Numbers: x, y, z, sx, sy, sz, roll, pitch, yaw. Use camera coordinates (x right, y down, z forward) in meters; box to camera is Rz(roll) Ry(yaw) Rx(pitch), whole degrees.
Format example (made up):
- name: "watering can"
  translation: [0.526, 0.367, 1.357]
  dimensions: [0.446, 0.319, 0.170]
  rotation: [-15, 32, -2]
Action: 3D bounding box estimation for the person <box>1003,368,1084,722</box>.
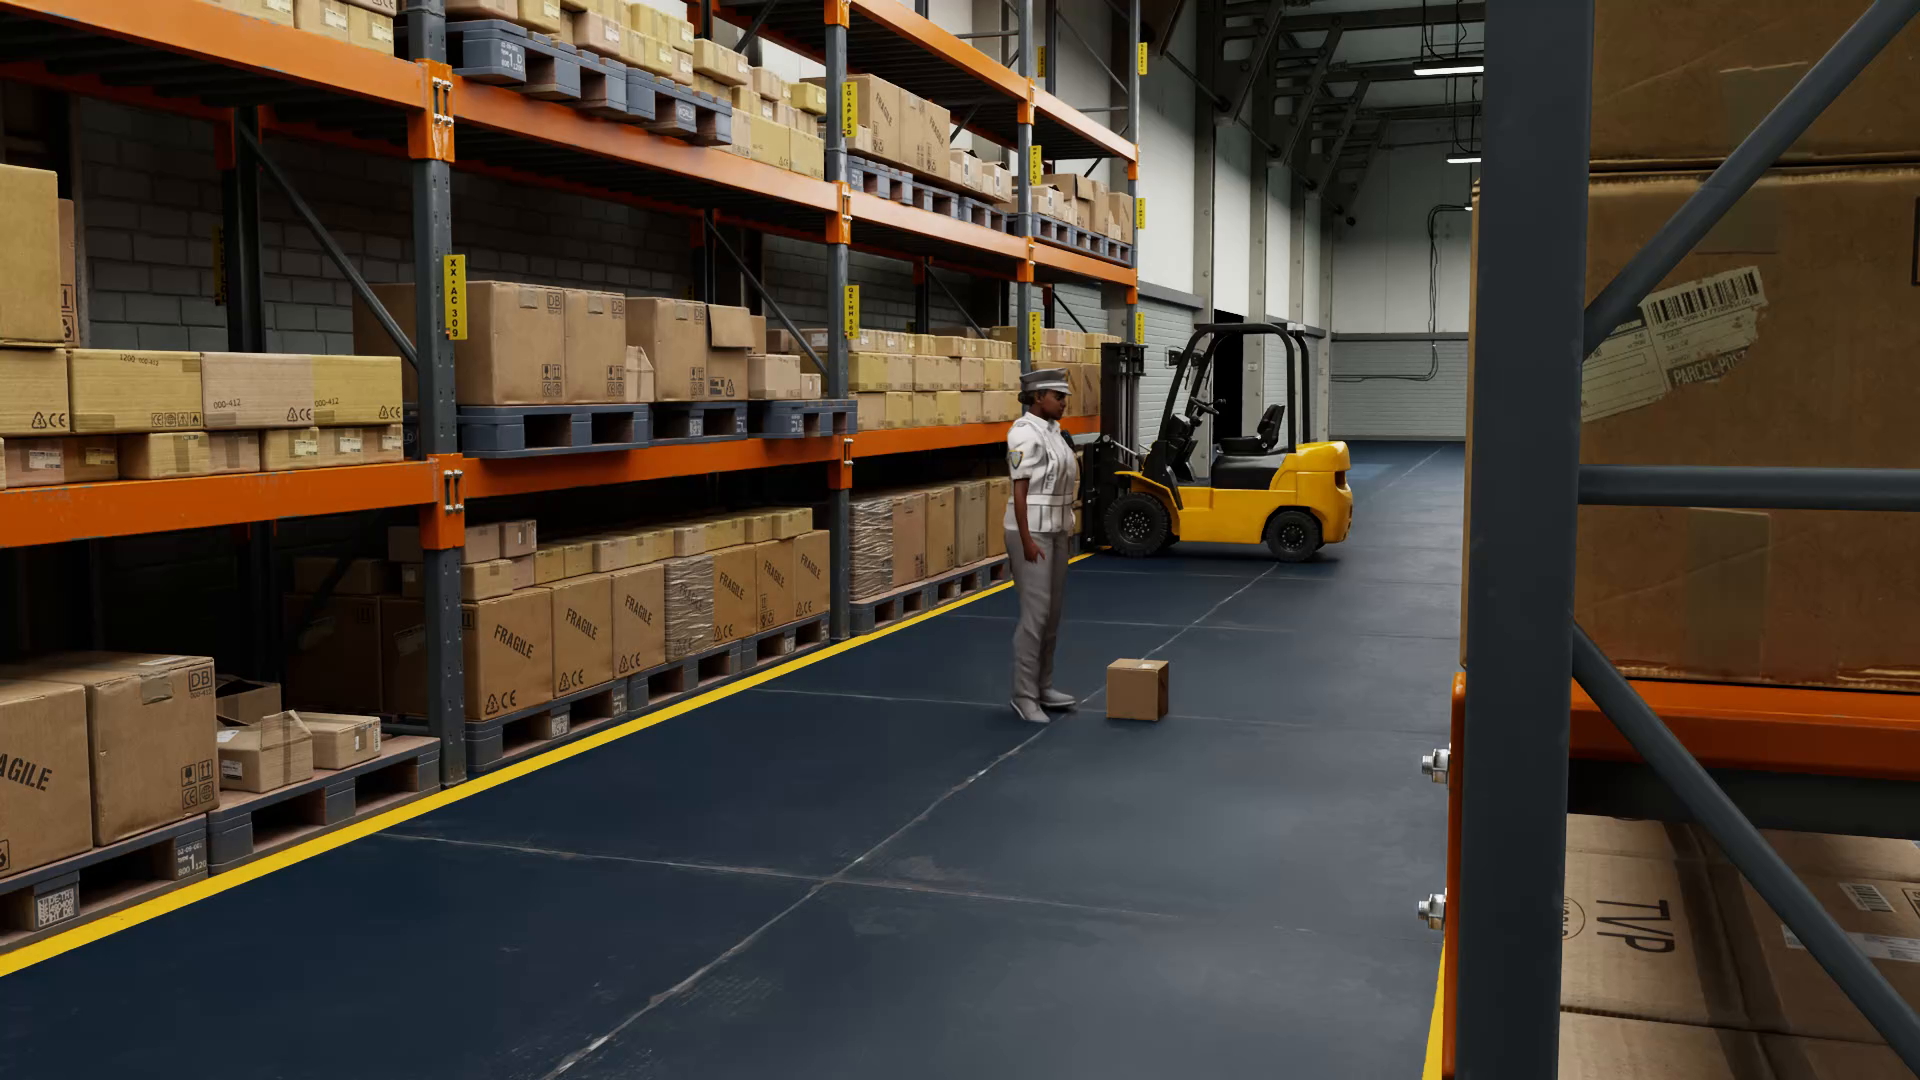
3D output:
- name: "person"
  translation: [0.390, 0.024, 8.115]
  dimensions: [0.371, 1.722, 0.545]
  rotation: [3, 6, 30]
